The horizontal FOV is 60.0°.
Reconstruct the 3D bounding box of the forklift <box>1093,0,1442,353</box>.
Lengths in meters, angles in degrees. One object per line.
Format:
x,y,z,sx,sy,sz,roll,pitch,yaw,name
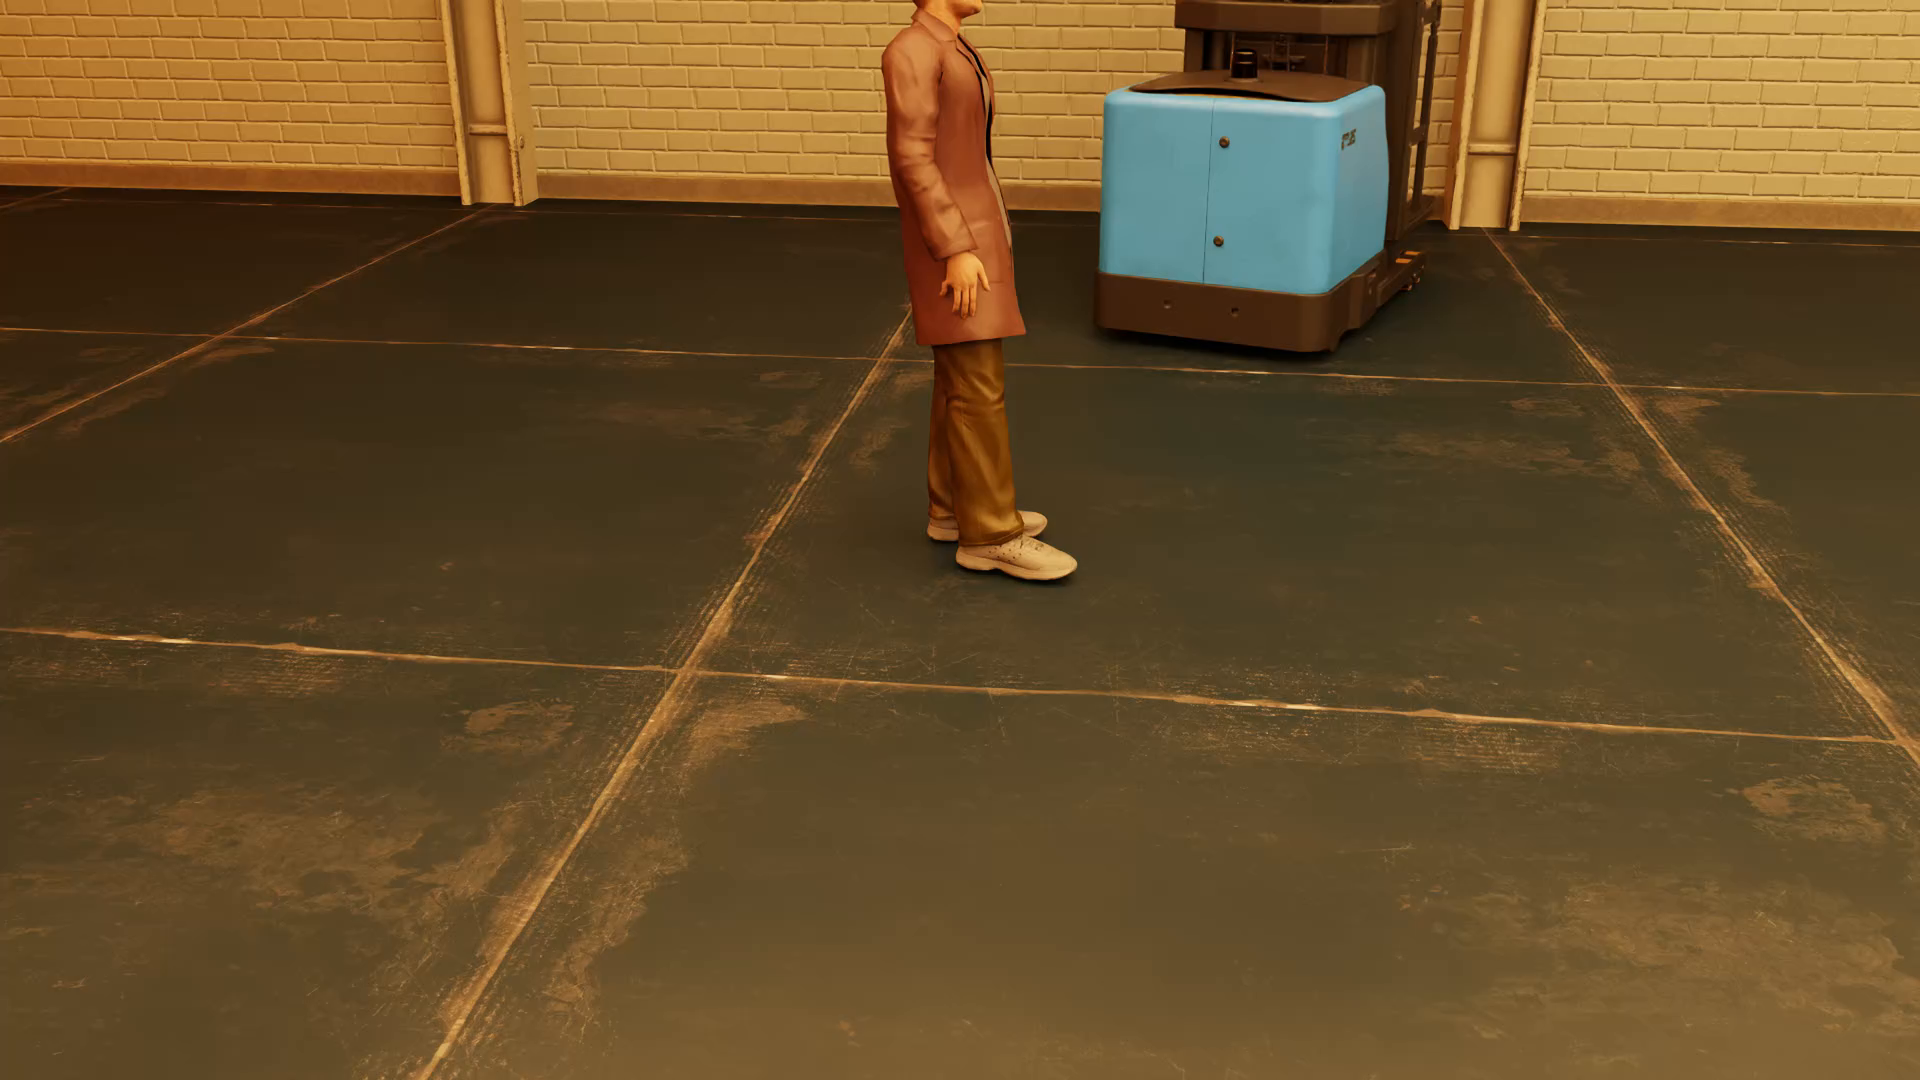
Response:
1.706,-2.654,7.845,1.130,2.935,3.031,11,24,25,forklift

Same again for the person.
0.091,-0.825,4.828,0.579,1.778,0.696,3,22,7,person
